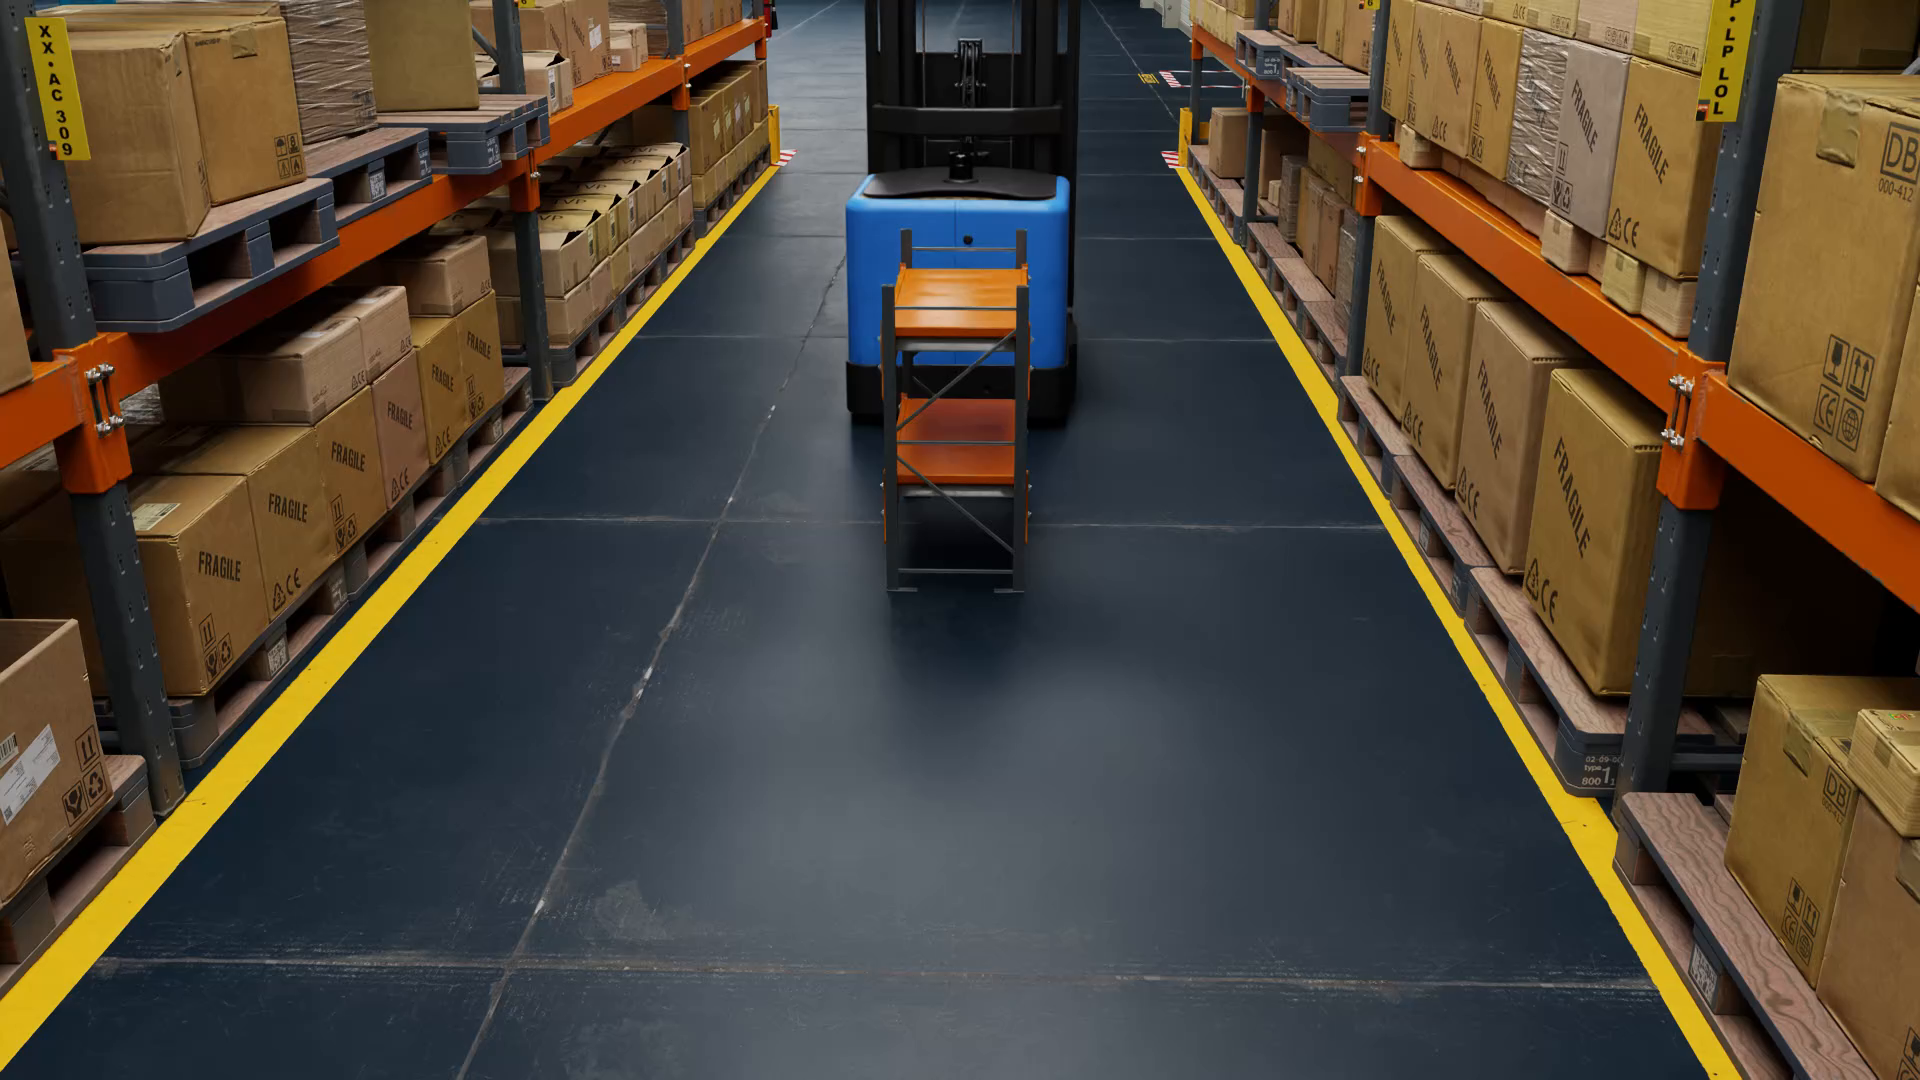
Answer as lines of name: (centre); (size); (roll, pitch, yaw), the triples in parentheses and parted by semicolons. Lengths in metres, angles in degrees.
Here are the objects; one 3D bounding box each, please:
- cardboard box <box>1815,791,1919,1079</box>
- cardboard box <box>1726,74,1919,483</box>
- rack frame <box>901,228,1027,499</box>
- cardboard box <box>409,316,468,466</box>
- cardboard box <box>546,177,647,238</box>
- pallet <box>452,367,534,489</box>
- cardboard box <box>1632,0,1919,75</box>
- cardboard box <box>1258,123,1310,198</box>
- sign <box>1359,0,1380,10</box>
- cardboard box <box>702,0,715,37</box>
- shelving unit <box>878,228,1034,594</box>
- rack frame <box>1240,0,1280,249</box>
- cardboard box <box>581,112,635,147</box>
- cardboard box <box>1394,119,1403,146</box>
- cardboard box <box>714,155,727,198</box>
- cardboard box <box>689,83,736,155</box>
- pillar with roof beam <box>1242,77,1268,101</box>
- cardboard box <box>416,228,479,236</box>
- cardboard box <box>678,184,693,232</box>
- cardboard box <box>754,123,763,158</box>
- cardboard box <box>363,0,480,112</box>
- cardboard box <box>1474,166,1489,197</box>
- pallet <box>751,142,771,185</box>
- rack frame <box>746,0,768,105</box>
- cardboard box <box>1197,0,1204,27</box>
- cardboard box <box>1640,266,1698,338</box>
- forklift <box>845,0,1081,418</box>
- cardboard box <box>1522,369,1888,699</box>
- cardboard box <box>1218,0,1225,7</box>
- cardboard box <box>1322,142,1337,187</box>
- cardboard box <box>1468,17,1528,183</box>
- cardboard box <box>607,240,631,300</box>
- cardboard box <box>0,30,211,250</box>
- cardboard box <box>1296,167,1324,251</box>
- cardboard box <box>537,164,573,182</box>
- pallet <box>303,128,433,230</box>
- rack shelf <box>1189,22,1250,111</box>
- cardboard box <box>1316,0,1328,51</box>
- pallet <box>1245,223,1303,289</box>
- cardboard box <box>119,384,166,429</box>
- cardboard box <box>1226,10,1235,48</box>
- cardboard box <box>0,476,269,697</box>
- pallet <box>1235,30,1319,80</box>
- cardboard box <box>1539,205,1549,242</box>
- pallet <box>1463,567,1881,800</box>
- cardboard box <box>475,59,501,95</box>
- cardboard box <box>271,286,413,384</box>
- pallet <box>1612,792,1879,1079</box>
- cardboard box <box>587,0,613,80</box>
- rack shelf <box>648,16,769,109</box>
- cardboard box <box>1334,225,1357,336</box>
cardboard box: (2.136, 0.813, 3.161); (0.700, 0.500, 0.500); (0, 21, 1)
cardboard box: (2.247, -0.551, 3.387); (0.980, 0.700, 0.700); (1, 21, 2)
rack frame: (0.015, -0.706, 6.793); (0.500, 1.125, 0.032); (1, 21, 2)
cardboard box: (-2.360, -0.618, 6.823); (0.500, 0.500, 0.500); (0, 21, 0)
cardboard box: (-2.200, -2.028, 10.055); (0.500, 0.311, 0.500); (0, 21, 1)
pallet: (-2.611, -0.537, 7.621); (1.003, 0.211, 1.213); (1, 21, 2)
cardboard box: (2.038, -1.323, 4.178); (0.500, 0.250, 0.500); (1, 21, 3)
cardboard box: (2.515, -2.915, 12.742); (0.500, 0.500, 0.500); (-1, 21, -2)
sign: (1.859, -2.559, 7.486); (0.100, 0.325, 0.005); (1, 21, 2)
cardboard box: (-2.378, -4.317, 13.370); (0.700, 0.500, 0.500); (1, 21, 3)
shelving unit: (0.000, -0.522, 6.319); (0.538, 1.125, 1.048); (1, 21, 2)
rack frame: (2.523, -3.500, 11.401); (1.000, 3.000, 0.127); (1, 21, 2)
cardboard box: (-2.606, -3.167, 12.728); (0.500, 0.500, 0.500); (1, 21, 2)
cardboard box: (2.160, -1.829, 7.416); (0.380, 0.149, 0.250); (0, 21, 1)
cardboard box: (-2.091, -2.812, 12.849); (0.500, 0.250, 0.500); (1, 21, 2)
cardboard box: (-2.071, -3.342, 13.179); (0.500, 0.500, 0.500); (1, 21, 2)
pillar with roof beam: (-0.632, -9.697, 19.080); (9.100, 9.000, 0.400); (1, 21, 2)
cardboard box: (-2.780, -1.474, 8.626); (0.500, 0.311, 0.500); (1, 21, 3)
cardboard box: (-2.151, -2.313, 11.565); (0.500, 0.250, 0.500); (0, 21, 1)
cardboard box: (-2.031, -3.535, 14.713); (0.500, 0.250, 0.500); (1, 21, 2)
cardboard box: (-2.457, -2.120, 7.127); (0.700, 0.500, 0.500); (-7, 22, -16)
cardboard box: (2.149, -1.363, 6.216); (0.380, 0.149, 0.250); (1, 21, 2)
pallet: (-2.288, -3.422, 15.056); (1.003, 0.211, 1.213); (1, 21, 2)
rack frame: (-2.307, -4.999, 15.266); (1.000, 3.000, 0.127); (1, 21, 2)
cardboard box: (2.311, -4.524, 14.222); (0.500, 0.250, 0.500); (0, 21, 0)
cardboard box: (2.007, -0.625, 4.312); (0.380, 0.149, 0.250); (1, 21, 2)
forklift: (0.082, -2.427, 8.732); (1.130, 2.935, 3.031); (1, 21, 4)
cardboard box: (2.170, -0.037, 4.869); (0.750, 0.750, 0.750); (1, 21, 2)
cardboard box: (2.264, -4.325, 12.673); (0.500, 0.500, 0.500); (0, 21, 0)
cardboard box: (2.495, -2.275, 10.057); (0.500, 0.250, 0.500); (0, 21, 0)
cardboard box: (2.081, -1.518, 5.718); (0.500, 0.500, 0.500); (1, 21, 3)
cardboard box: (-2.216, -1.576, 9.665); (0.500, 0.250, 0.500); (0, 21, 0)
cardboard box: (-2.434, -1.071, 4.425); (0.700, 0.500, 0.500); (-7, 22, -17)
cardboard box: (2.552, -2.086, 10.605); (0.700, 0.500, 0.500); (0, 21, 1)
cardboard box: (-2.725, -2.213, 10.532); (0.500, 0.311, 0.500); (0, 21, 0)
pallet: (-2.605, -1.314, 6.033); (1.003, 0.211, 1.213); (1, 21, 2)
rack shelf: (2.584, -3.887, 13.395); (1.077, 0.370, 4.000); (1, 21, 2)
cardboard box: (2.461, -3.127, 9.695); (0.700, 0.500, 0.500); (4, 21, 9)
pallet: (2.501, -1.918, 11.180); (1.003, 0.211, 1.213); (1, 21, 2)
cardboard box: (-2.904, -0.241, 5.852); (0.500, 0.500, 0.500); (1, 21, 2)
cardboard box: (2.258, -3.794, 12.339); (0.500, 0.250, 0.500); (1, 21, 2)
cardboard box: (-2.413, 0.128, 4.900); (0.500, 0.500, 0.500); (0, 21, -1)
pallet: (2.354, -3.135, 10.728); (1.003, 0.211, 1.213); (1, 21, 2)
cardboard box: (2.067, -0.993, 5.261); (0.380, 0.149, 0.250); (1, 21, 2)
pallet: (2.228, 0.413, 5.172); (1.003, 0.211, 1.213); (1, 21, 2)
cardboard box: (-2.495, -2.196, 8.165); (0.500, 0.311, 0.500); (2, 21, 5)
cardboard box: (-2.368, -0.765, 6.164); (0.500, 0.250, 0.500); (0, 21, 1)
pallet: (2.178, 0.967, 3.745); (1.003, 0.211, 1.213); (1, 21, 2)
cardboard box: (-2.484, -3.131, 10.314); (0.500, 0.500, 0.500); (2, 21, 6)
rack shelf: (-2.368, -3.940, 13.532); (1.077, 0.370, 4.000); (1, 21, 2)
cardboard box: (2.371, -1.354, 8.719); (0.700, 0.500, 0.500); (1, 21, 2)
